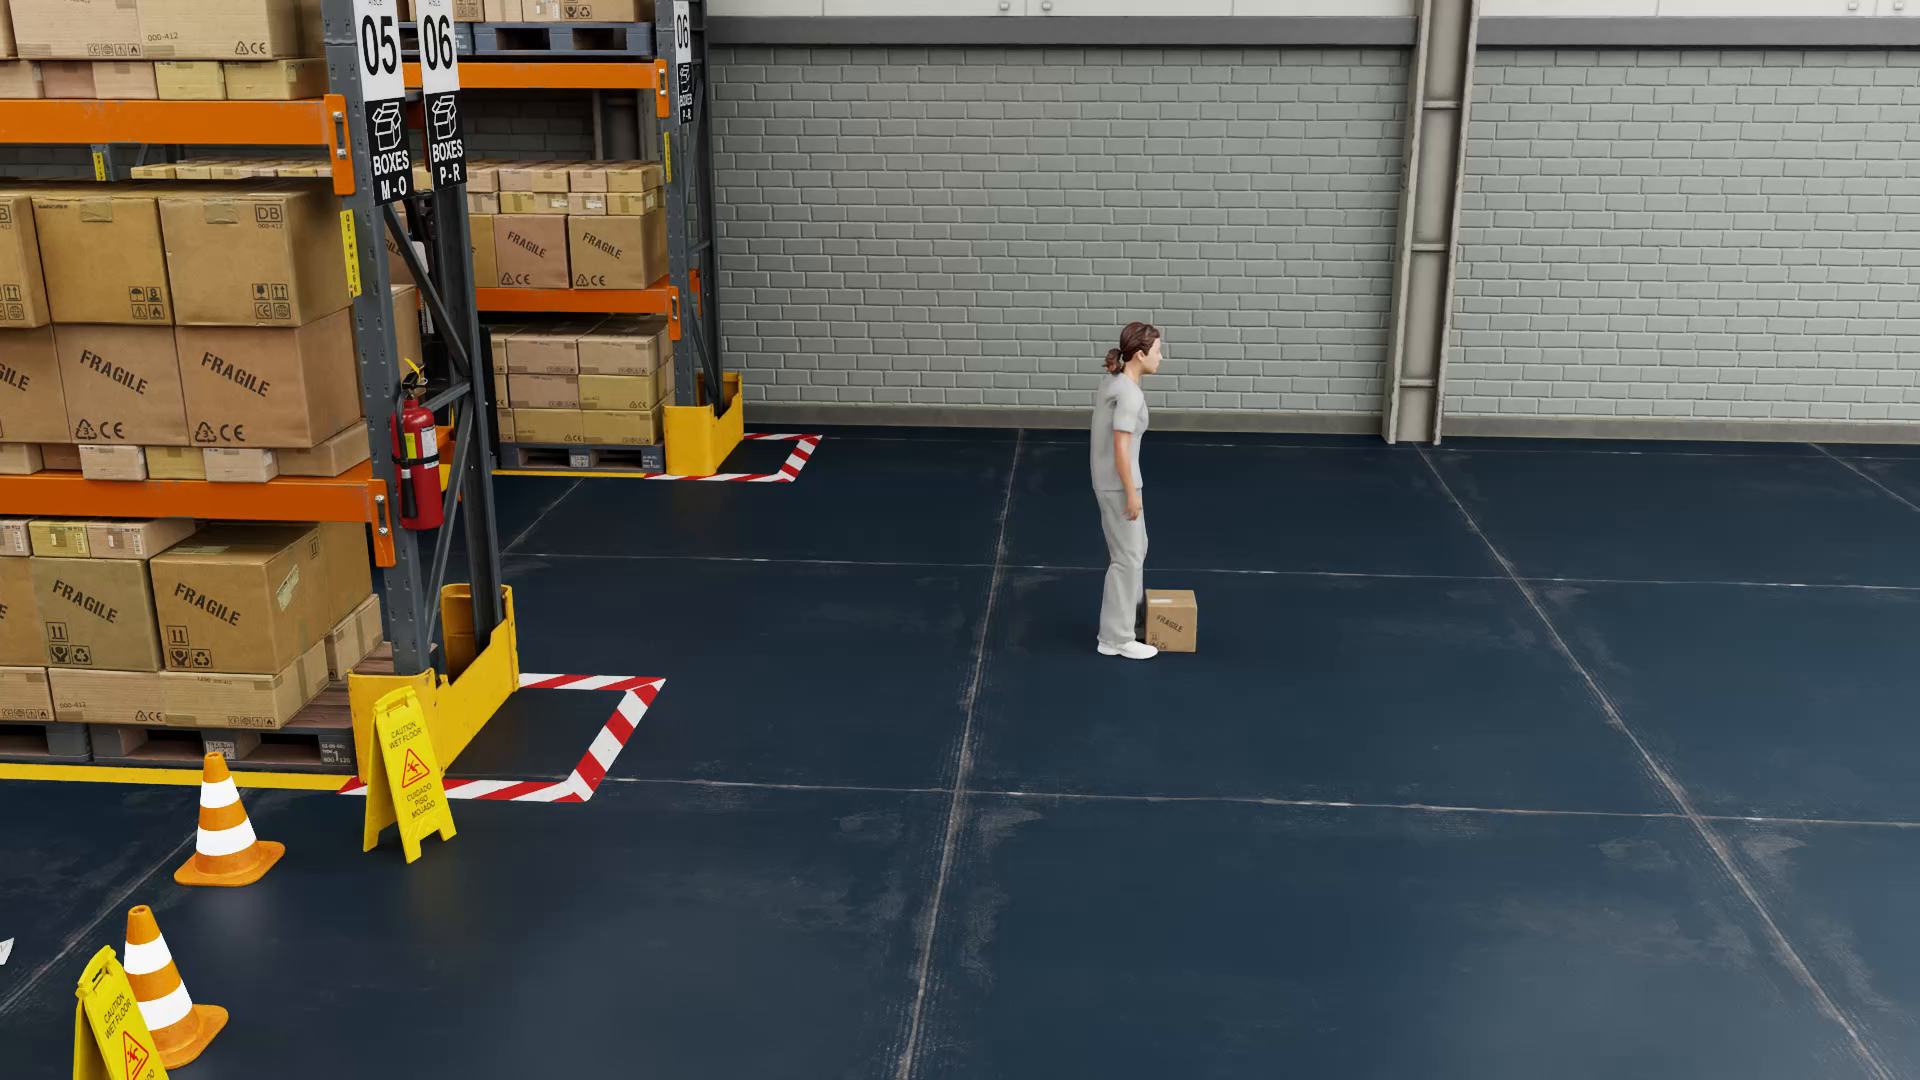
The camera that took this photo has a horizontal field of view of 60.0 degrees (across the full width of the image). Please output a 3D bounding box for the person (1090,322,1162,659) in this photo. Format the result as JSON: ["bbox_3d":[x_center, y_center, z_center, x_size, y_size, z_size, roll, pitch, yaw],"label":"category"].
[{"bbox_3d":[0.862,-0.264,8.386,0.416,1.671,0.504,0,18,1],"label":"person"}]
